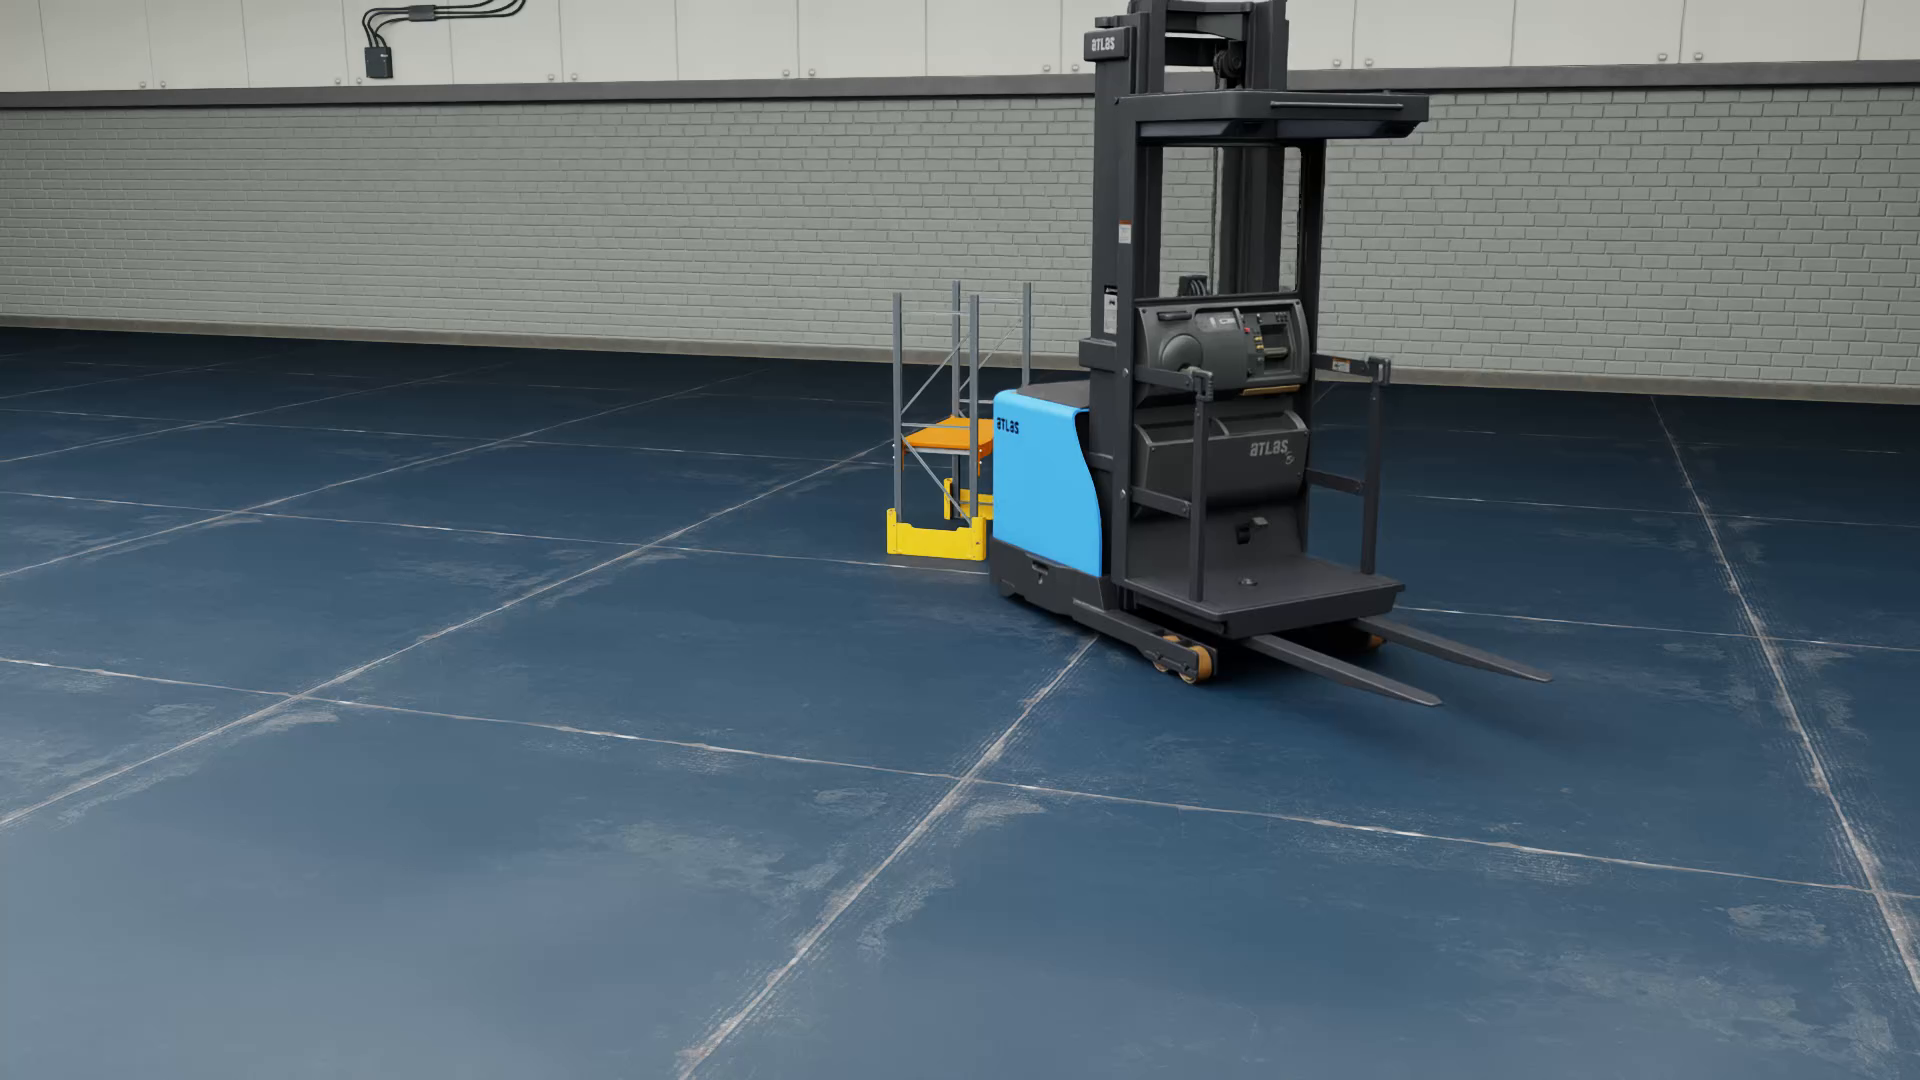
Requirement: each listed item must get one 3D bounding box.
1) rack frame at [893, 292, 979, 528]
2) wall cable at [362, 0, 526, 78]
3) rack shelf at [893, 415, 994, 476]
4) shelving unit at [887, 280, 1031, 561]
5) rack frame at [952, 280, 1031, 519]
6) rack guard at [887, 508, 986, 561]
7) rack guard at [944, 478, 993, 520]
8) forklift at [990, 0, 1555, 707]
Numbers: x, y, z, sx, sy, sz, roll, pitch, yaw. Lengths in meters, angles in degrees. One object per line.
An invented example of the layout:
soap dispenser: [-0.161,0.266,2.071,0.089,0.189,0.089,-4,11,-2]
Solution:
rack frame: [-0.137,-0.642,9.431,0.500,1.500,0.032,4,14,18]
wall cable: [-6.060,-8.432,19.066,2.305,6.003,0.169,4,14,18]
rack shelf: [0.028,-0.574,9.940,0.538,0.185,1.000,4,14,18]
shelving unit: [0.025,-0.747,9.891,0.587,1.500,1.083,4,14,18]
rack frame: [0.192,-0.856,10.369,0.500,1.500,0.032,4,14,18]
rack guard: [-0.136,-0.033,9.571,0.587,0.250,0.087,4,14,18]
rack guard: [0.186,-0.243,10.490,0.587,0.250,0.087,4,14,18]
forklift: [1.320,-0.918,7.425,1.130,2.935,3.031,-7,15,-29]
